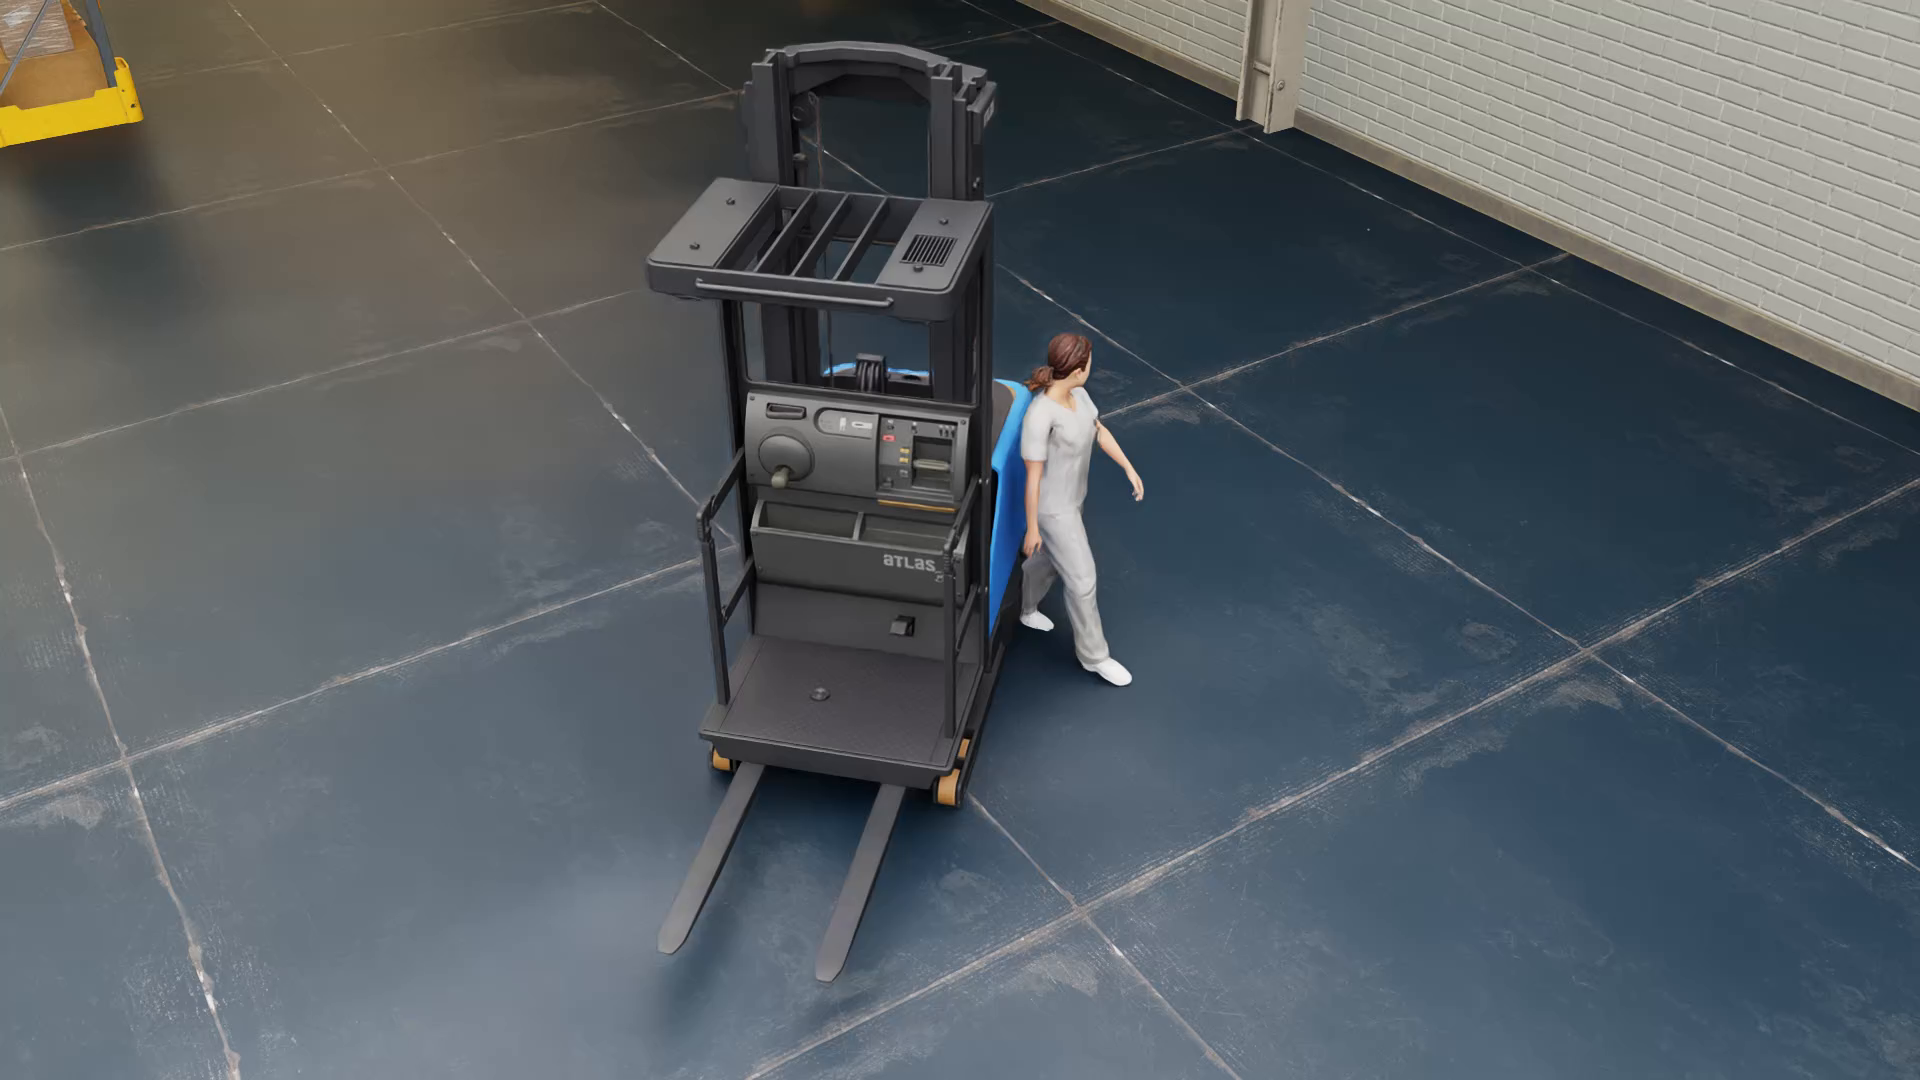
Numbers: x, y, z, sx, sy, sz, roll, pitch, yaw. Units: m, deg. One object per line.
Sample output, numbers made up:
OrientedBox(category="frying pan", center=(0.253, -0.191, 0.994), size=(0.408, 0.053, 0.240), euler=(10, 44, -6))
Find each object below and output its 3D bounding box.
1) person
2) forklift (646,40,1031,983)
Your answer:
OrientedBox(category="person", center=(0.492, -0.143, 7.513), size=(0.784, 1.635, 0.626), euler=(12, 37, 17))
OrientedBox(category="forklift", center=(-0.466, -0.305, 6.582), size=(1.130, 2.935, 3.031), euler=(7, 36, 10))
